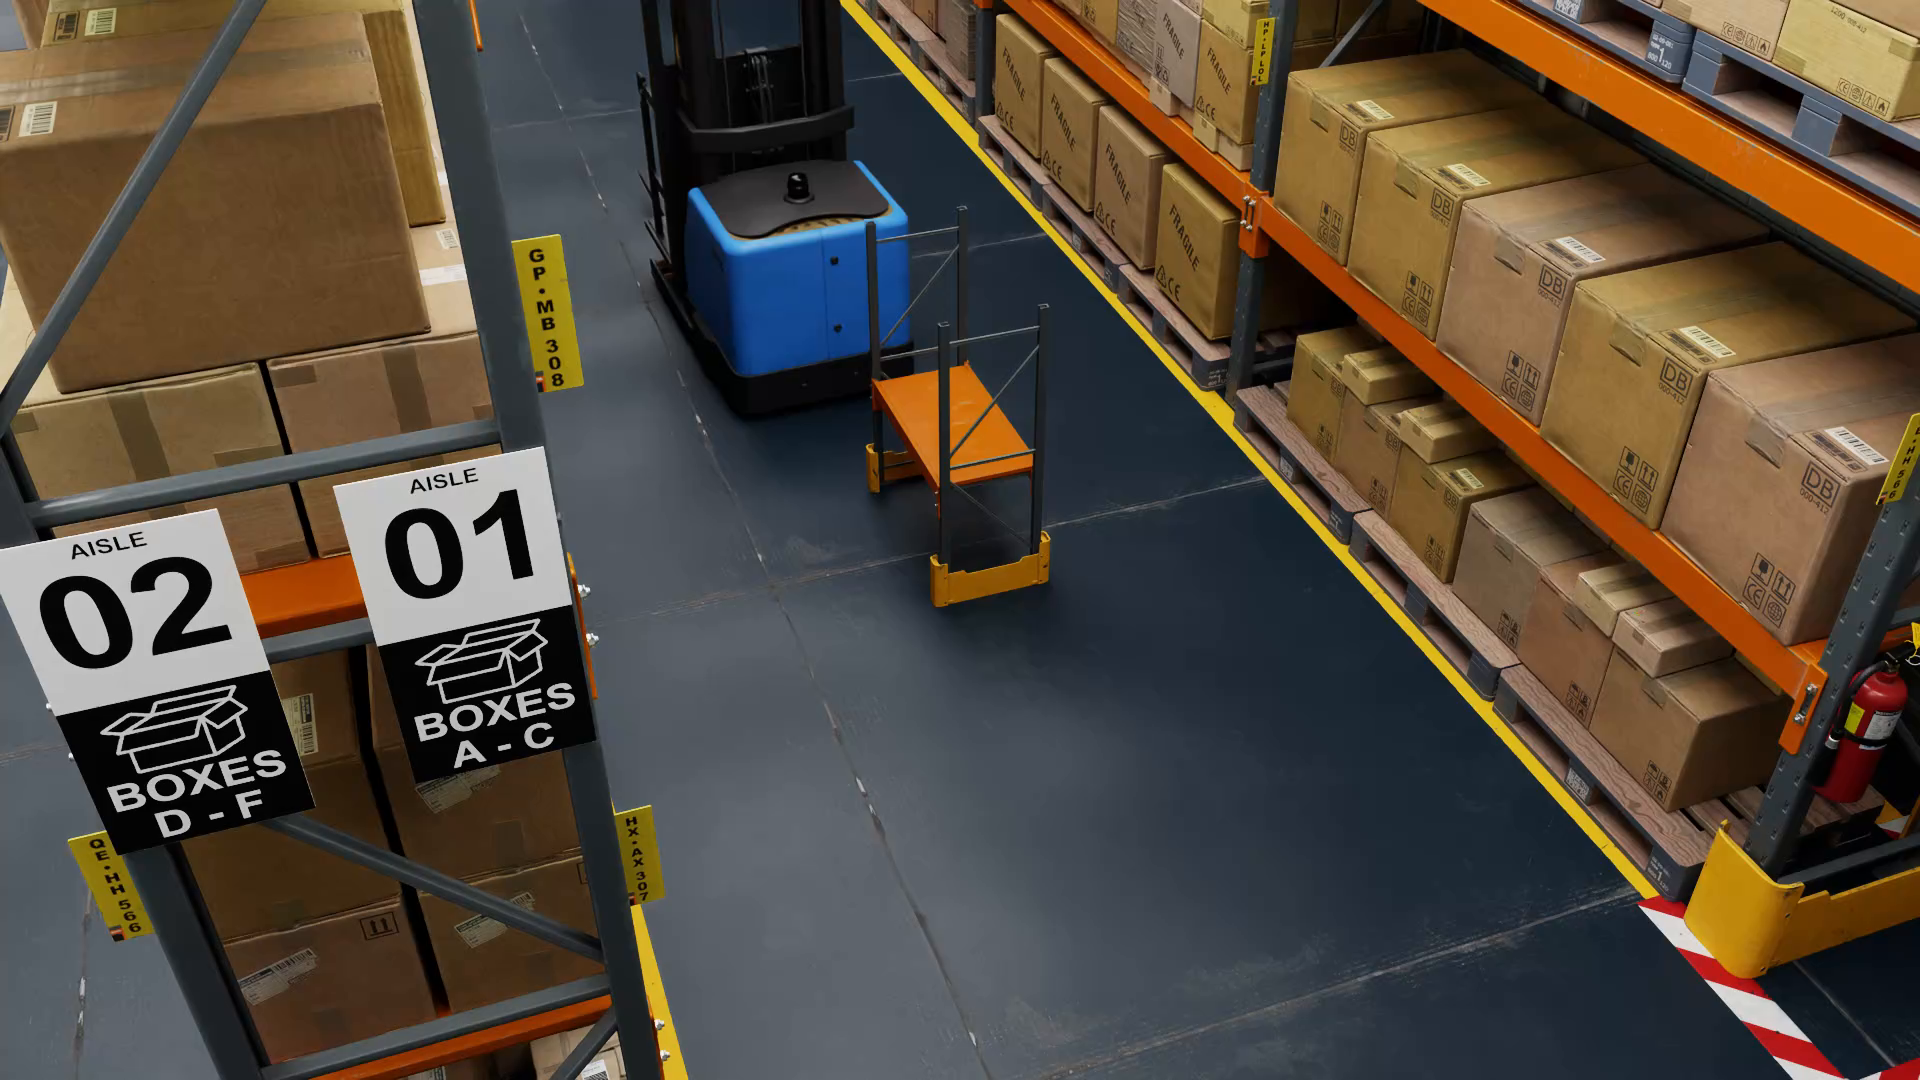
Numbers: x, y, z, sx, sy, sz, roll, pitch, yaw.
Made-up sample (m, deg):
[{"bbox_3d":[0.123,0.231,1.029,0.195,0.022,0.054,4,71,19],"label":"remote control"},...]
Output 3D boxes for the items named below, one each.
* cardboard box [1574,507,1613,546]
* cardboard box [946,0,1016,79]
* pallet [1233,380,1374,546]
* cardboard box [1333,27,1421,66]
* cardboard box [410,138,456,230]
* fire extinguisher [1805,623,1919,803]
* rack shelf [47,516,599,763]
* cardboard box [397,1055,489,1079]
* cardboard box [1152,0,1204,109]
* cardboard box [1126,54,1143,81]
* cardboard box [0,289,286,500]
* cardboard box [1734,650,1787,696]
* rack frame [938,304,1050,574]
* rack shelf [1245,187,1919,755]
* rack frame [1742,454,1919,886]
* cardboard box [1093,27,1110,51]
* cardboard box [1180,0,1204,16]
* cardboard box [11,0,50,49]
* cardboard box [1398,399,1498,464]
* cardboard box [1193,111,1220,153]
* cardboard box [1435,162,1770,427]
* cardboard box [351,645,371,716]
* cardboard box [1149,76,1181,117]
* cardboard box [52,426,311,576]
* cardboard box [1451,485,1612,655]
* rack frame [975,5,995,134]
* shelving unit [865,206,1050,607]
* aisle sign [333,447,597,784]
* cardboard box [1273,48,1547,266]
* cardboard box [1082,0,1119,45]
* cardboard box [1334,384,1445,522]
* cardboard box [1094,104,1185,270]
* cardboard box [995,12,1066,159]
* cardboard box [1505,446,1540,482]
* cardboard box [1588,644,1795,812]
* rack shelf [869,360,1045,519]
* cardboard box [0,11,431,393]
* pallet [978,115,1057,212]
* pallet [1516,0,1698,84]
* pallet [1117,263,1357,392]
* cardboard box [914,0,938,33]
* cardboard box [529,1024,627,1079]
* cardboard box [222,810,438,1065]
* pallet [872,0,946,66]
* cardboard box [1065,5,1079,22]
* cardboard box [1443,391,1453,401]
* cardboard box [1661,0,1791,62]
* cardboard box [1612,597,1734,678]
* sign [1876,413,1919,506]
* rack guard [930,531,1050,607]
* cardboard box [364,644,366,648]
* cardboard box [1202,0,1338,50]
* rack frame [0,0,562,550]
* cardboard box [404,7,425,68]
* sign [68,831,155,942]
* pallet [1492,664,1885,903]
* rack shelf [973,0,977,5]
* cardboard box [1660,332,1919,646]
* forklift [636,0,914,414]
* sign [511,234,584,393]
[{"bbox_3d":[2.901,-0.138,7.190,0.380,0.149,0.250,-12,39,-15],"label":"cardboard box"},{"bbox_3d":[0.304,-3.886,12.688,0.700,0.500,0.500,-12,39,-15],"label":"cardboard box"},{"bbox_3d":[2.165,-0.493,8.790,1.003,0.211,1.213,-12,39,-16],"label":"pallet"},{"bbox_3d":[2.055,-2.532,8.832,0.500,0.500,0.500,-14,39,-17],"label":"cardboard box"},{"bbox_3d":[-1.394,-0.732,4.005,0.500,0.250,0.500,-12,39,-16],"label":"cardboard box"},{"bbox_3d":[2.972,0.567,5.439,0.296,0.674,0.183,-12,39,-16],"label":"fire extinguisher"},{"bbox_3d":[-1.985,-0.806,4.993,1.077,0.370,4.000,-12,39,-16],"label":"rack shelf"},{"bbox_3d":[-1.715,1.801,5.138,0.500,0.500,0.500,-12,39,-16],"label":"cardboard box"},{"bbox_3d":[1.397,-2.715,9.074,0.500,0.500,0.500,-12,39,-16],"label":"cardboard box"},{"bbox_3d":[1.199,-2.820,9.753,0.380,0.149,0.250,-13,39,-17],"label":"cardboard box"},{"bbox_3d":[-1.713,-0.341,3.486,0.500,0.250,0.500,-12,39,-16],"label":"cardboard box"},{"bbox_3d":[3.250,0.433,6.432,0.380,0.149,0.250,-12,39,-16],"label":"cardboard box"},{"bbox_3d":[0.146,-0.360,7.542,0.500,1.500,0.032,-12,39,-16],"label":"rack frame"},{"bbox_3d":[2.665,-0.636,7.259,1.077,0.370,4.000,-12,39,-16],"label":"rack shelf"},{"bbox_3d":[3.354,0.207,5.543,1.000,3.000,0.127,-12,39,-16],"label":"rack frame"},{"bbox_3d":[1.034,-3.122,10.154,0.380,0.149,0.250,-12,39,-16],"label":"cardboard box"},{"bbox_3d":[1.409,-3.021,8.858,0.500,0.250,0.500,-12,39,-15],"label":"cardboard box"},{"bbox_3d":[-1.854,-1.250,4.070,0.700,0.500,0.500,-12,39,-16],"label":"cardboard box"},{"bbox_3d":[2.264,-0.512,7.686,0.380,0.149,0.250,-14,39,-17],"label":"cardboard box"},{"bbox_3d":[1.486,-2.231,8.971,0.380,0.149,0.250,-12,39,-15],"label":"cardboard box"},{"bbox_3d":[2.654,-1.041,6.949,0.980,0.700,0.700,-14,39,-18],"label":"cardboard box"},{"bbox_3d":[-1.882,0.315,4.485,0.500,0.500,0.500,-11,38,-15],"label":"cardboard box"},{"bbox_3d":[1.293,-2.523,9.360,0.380,0.149,0.250,-12,39,-16],"label":"cardboard box"},{"bbox_3d":[-1.721,-0.140,3.634,0.500,0.250,0.500,-12,39,-16],"label":"cardboard box"},{"bbox_3d":[2.673,0.096,7.419,0.700,0.500,0.500,-14,39,-17],"label":"cardboard box"},{"bbox_3d":[0.601,-4.313,11.543,1.000,3.000,0.127,-12,39,-16],"label":"rack frame"},{"bbox_3d":[-0.026,-0.642,7.916,0.587,1.500,1.083,-12,39,-16],"label":"shelving unit"},{"bbox_3d":[-0.997,0.174,3.426,0.394,0.787,0.004,-12,39,-16],"label":"aisle sign"},{"bbox_3d":[2.148,-1.863,8.041,0.980,0.700,0.700,-12,39,-15],"label":"cardboard box"},{"bbox_3d":[1.055,-3.281,9.826,0.500,0.500,0.500,-11,38,-15],"label":"cardboard box"},{"bbox_3d":[2.308,-0.494,8.202,0.700,0.500,0.500,-13,39,-16],"label":"cardboard box"},{"bbox_3d":[1.323,-2.204,10.181,0.750,0.750,0.750,-11,38,-15],"label":"cardboard box"},{"bbox_3d":[0.730,-3.179,11.476,0.750,0.750,0.750,-13,39,-17],"label":"cardboard box"},{"bbox_3d":[2.725,-0.426,7.573,0.380,0.149,0.250,-13,39,-17],"label":"cardboard box"},{"bbox_3d":[3.019,0.663,6.666,0.700,0.500,0.500,-12,39,-16],"label":"cardboard box"},{"bbox_3d":[-0.029,-0.504,8.031,0.538,0.185,1.000,-12,39,-16],"label":"rack shelf"},{"bbox_3d":[-1.488,-0.690,3.326,0.700,0.500,0.500,-12,39,-16],"label":"cardboard box"},{"bbox_3d":[0.801,-2.738,11.770,1.003,0.211,1.213,-12,39,-16],"label":"pallet"},{"bbox_3d":[2.665,-2.063,6.137,1.003,0.211,1.213,-12,39,-16],"label":"pallet"},{"bbox_3d":[1.641,-1.360,9.940,1.003,0.211,1.213,-12,39,-16],"label":"pallet"},{"bbox_3d":[0.038,-4.476,13.471,0.700,0.500,0.500,-13,39,-16],"label":"cardboard box"},{"bbox_3d":[-1.204,1.741,5.495,0.380,0.166,0.250,-12,39,-16],"label":"cardboard box"},{"bbox_3d":[-1.706,0.998,4.410,0.500,0.500,0.500,-11,38,-15],"label":"cardboard box"},{"bbox_3d":[-0.083,-4.329,13.882,1.003,0.211,1.213,-12,39,-16],"label":"pallet"},{"bbox_3d":[0.887,-3.413,10.541,0.380,0.149,0.250,-12,39,-15],"label":"cardboard box"},{"bbox_3d":[2.549,-0.715,7.956,0.380,0.149,0.250,-14,39,-17],"label":"cardboard box"},{"bbox_3d":[2.672,-1.792,5.396,0.500,0.250,0.500,-14,39,-18],"label":"cardboard box"},{"bbox_3d":[2.803,0.369,6.517,0.380,0.149,0.250,-13,39,-16],"label":"cardboard box"},{"bbox_3d":[2.839,-0.246,4.985,0.100,0.325,0.005,-12,39,-16],"label":"sign"},{"bbox_3d":[0.145,0.138,7.919,0.587,0.250,0.087,-12,39,-16],"label":"rack guard"},{"bbox_3d":[-1.388,0.196,4.643,0.500,0.500,0.500,-12,39,-15],"label":"cardboard box"},{"bbox_3d":[1.576,-2.730,8.472,0.500,0.250,0.500,-12,38,-15],"label":"cardboard box"},{"bbox_3d":[-1.296,-1.162,2.374,1.000,3.000,0.127,-12,39,-16],"label":"rack frame"},{"bbox_3d":[-1.740,-1.296,4.754,0.500,0.250,0.500,-12,39,-16],"label":"cardboard box"},{"bbox_3d":[-1.824,0.749,3.598,0.100,0.325,0.005,-12,39,-16],"label":"sign"},{"bbox_3d":[3.005,0.885,6.960,1.003,0.211,1.213,-12,39,-16],"label":"pallet"},{"bbox_3d":[-0.088,-5.155,13.259,1.077,0.370,4.000,-12,39,-16],"label":"rack shelf"},{"bbox_3d":[3.169,-0.199,5.833,0.980,0.700,0.700,-11,38,-14],"label":"cardboard box"},{"bbox_3d":[-1.289,-2.745,9.518,1.130,2.935,3.031,-14,39,-18],"label":"forklift"},{"bbox_3d":[-0.787,-0.425,3.162,0.100,0.325,0.005,-12,39,-16],"label":"sign"}]
